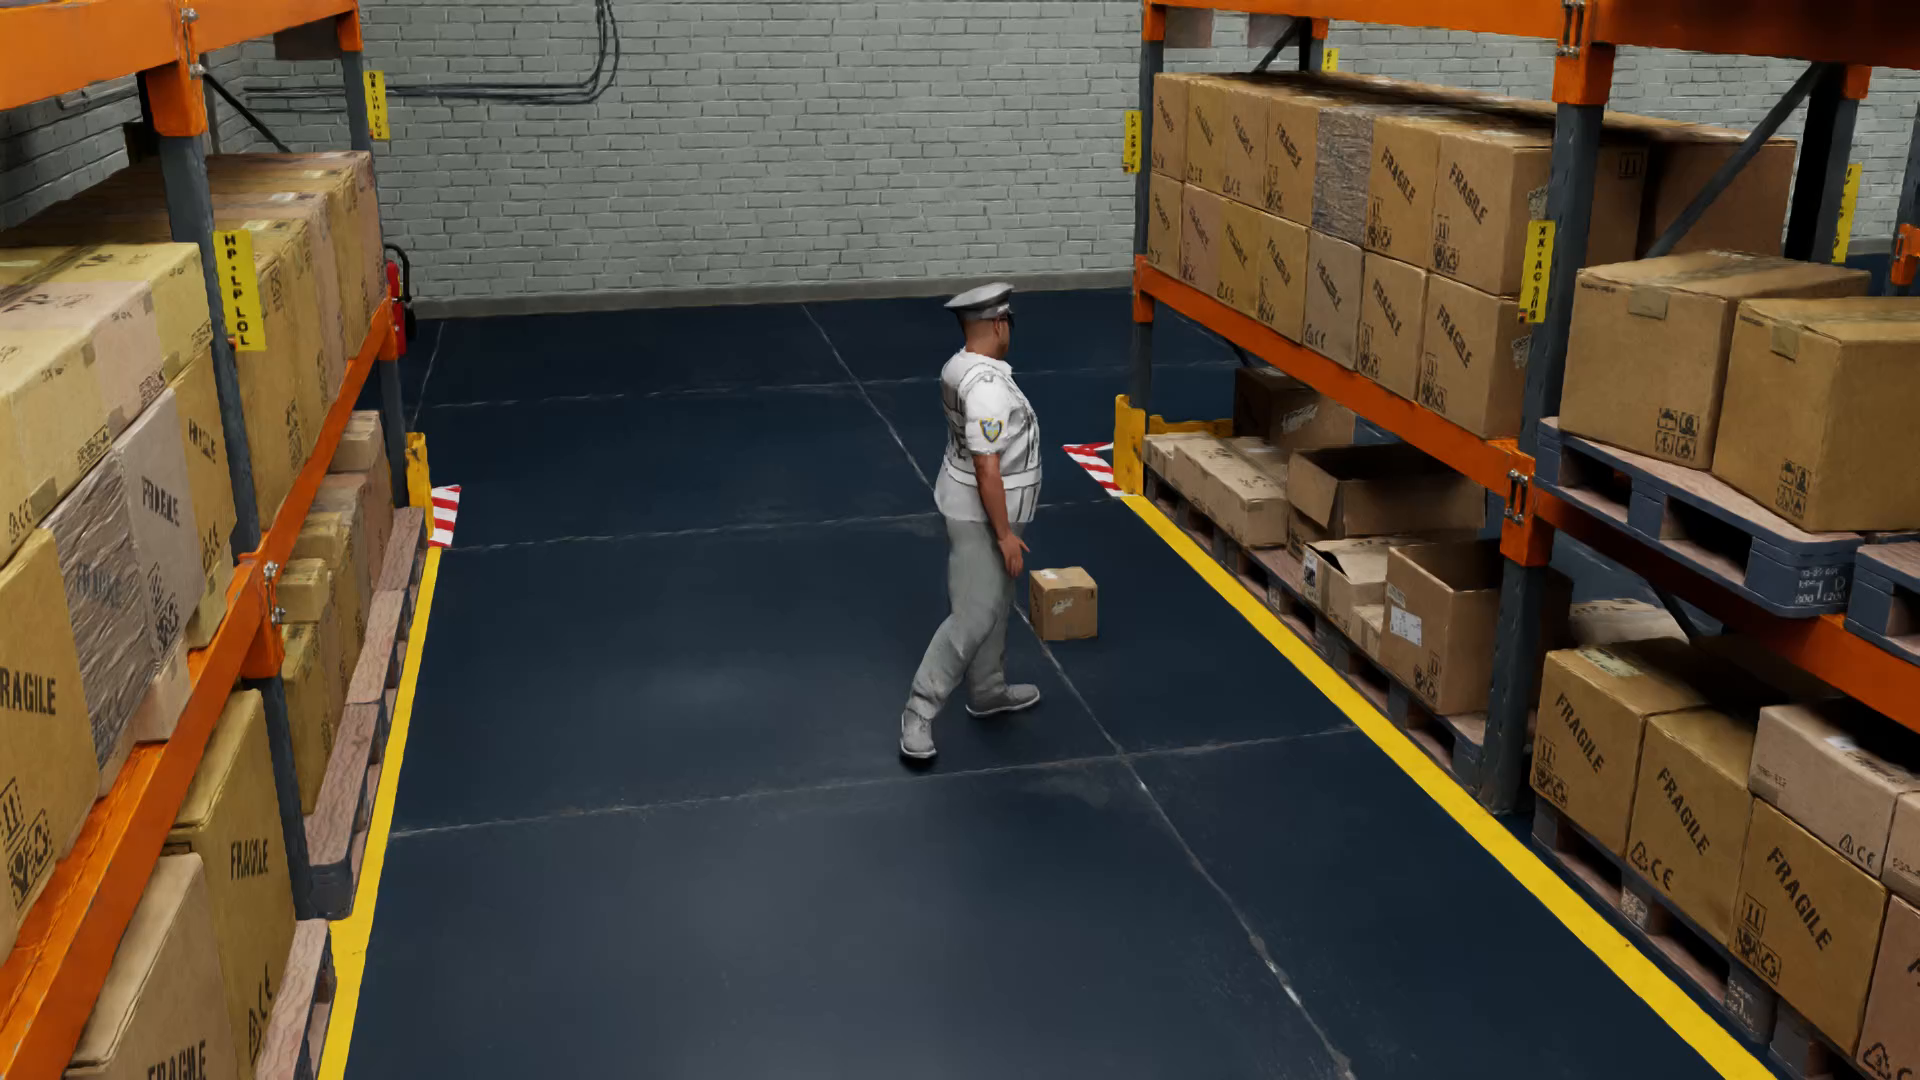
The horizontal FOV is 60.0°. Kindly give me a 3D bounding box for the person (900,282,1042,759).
[{"bbox_3d":[0.046,-0.084,6.302,0.607,1.743,0.738,-2,20,-6],"label":"person"}]
